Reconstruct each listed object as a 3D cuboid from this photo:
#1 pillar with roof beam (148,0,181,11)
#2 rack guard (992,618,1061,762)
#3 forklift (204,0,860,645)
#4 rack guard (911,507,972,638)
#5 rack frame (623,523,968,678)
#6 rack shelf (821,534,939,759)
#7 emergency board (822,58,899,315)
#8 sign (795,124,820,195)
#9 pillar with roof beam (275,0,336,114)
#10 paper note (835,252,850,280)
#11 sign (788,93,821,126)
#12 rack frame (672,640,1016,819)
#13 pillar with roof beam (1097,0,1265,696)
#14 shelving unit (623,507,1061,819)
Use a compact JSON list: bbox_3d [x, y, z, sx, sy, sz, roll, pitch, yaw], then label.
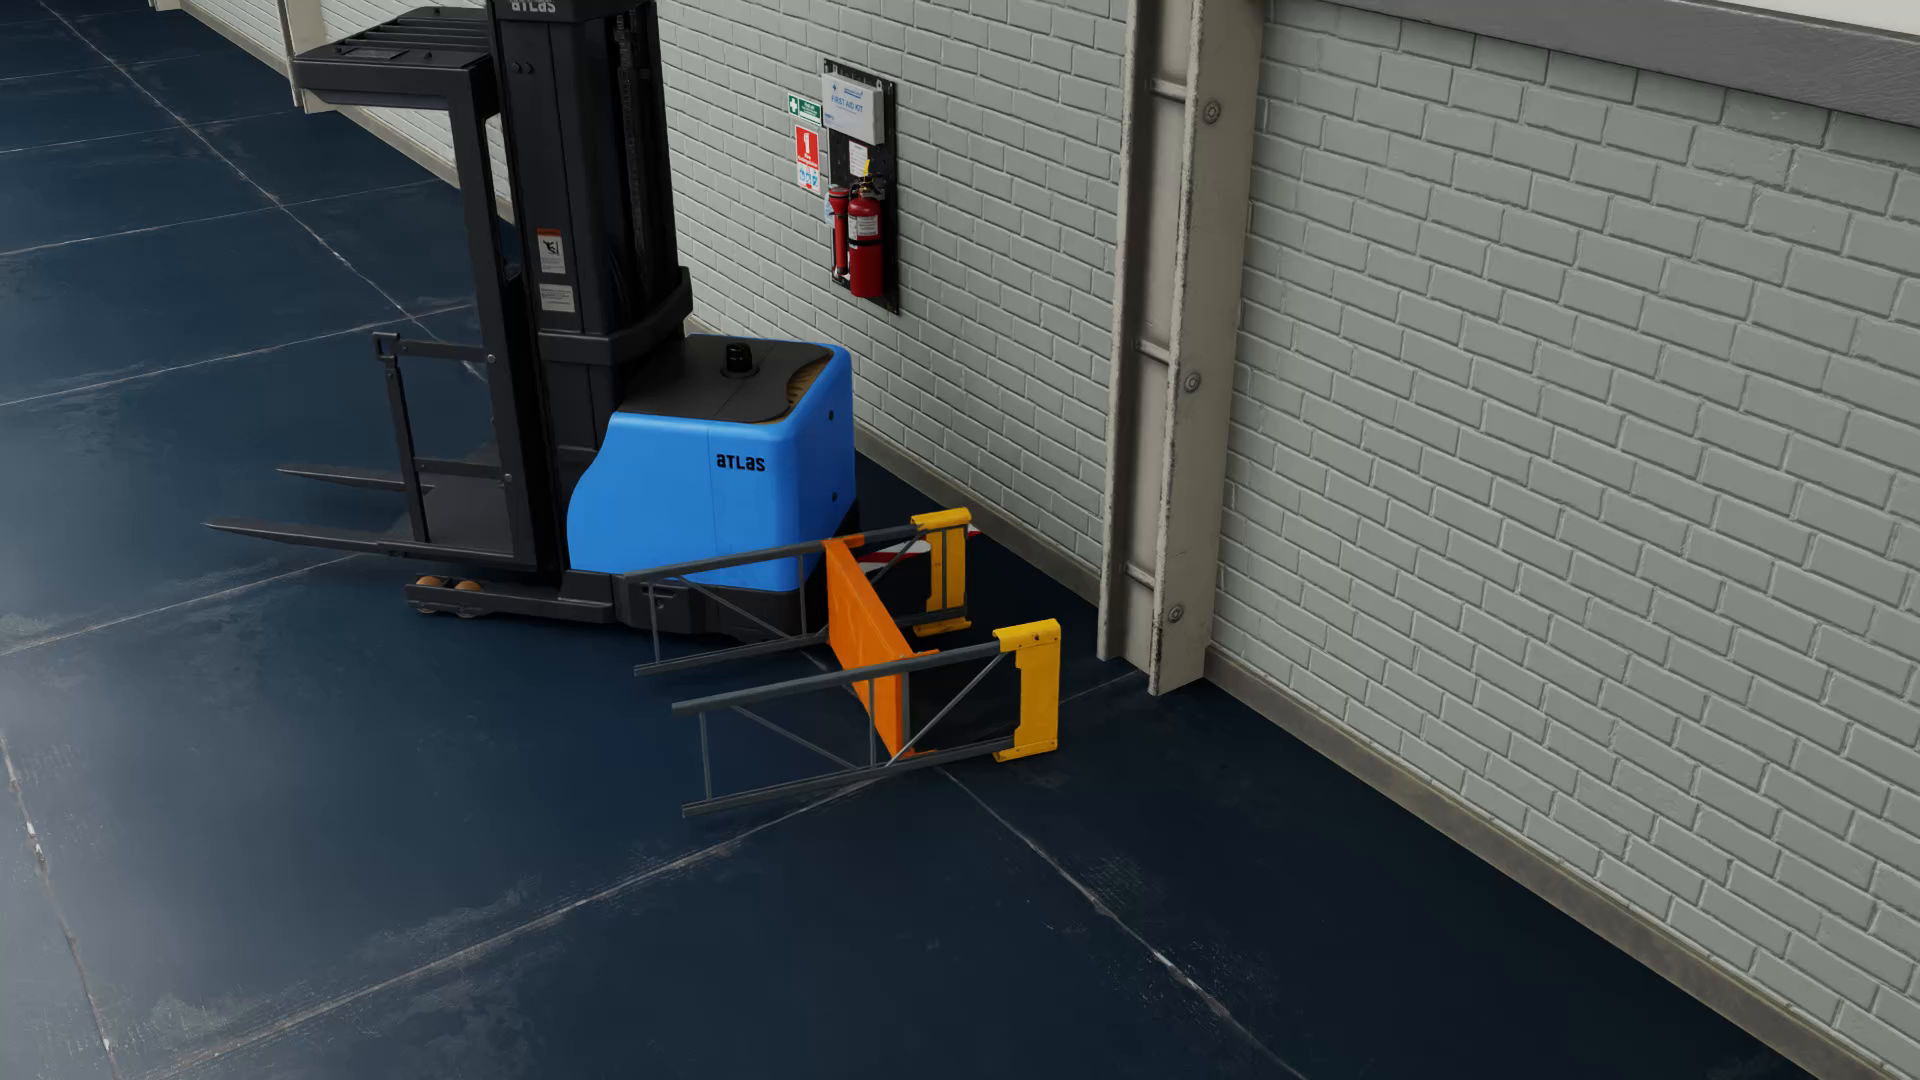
[{"bbox_3d":[-13.111,-9.217,15.792,9.100,9.000,0.400,-19,34,-31],"label":"pillar with roof beam"},{"bbox_3d":[0.257,0.593,6.517,0.250,0.587,0.087,-10,30,-17],"label":"rack guard"},{"bbox_3d":[-2.057,-1.170,7.334,3.031,2.935,1.130,6,29,11],"label":"forklift"},{"bbox_3d":[-0.082,0.146,7.340,0.250,0.587,0.087,-10,30,-17],"label":"rack guard"},{"bbox_3d":[-0.676,0.238,7.169,1.500,0.500,0.032,-10,30,-17],"label":"rack frame"},{"bbox_3d":[-0.334,0.437,6.803,0.185,0.538,1.000,-10,30,-17],"label":"rack shelf"},{"bbox_3d":[-0.566,-1.746,8.322,0.194,1.169,0.643,-19,34,-31],"label":"emergency board"},{"bbox_3d":[-0.802,-2.005,8.762,0.001,0.329,0.234,-19,34,-31],"label":"sign"},{"bbox_3d":[-9.631,-6.884,11.497,9.100,9.000,0.400,-19,34,-31],"label":"pillar with roof beam"},{"bbox_3d":[-0.612,-1.447,8.694,0.016,0.148,0.142,-19,34,-31],"label":"paper note"},{"bbox_3d":[-0.807,-2.234,8.627,0.001,0.109,0.331,-19,34,-31],"label":"sign"},{"bbox_3d":[-0.330,0.694,6.329,1.500,0.500,0.032,-10,30,-17],"label":"rack frame"},{"bbox_3d":[-2.670,-2.219,2.907,9.100,9.000,0.400,-19,34,-31],"label":"pillar with roof beam"},{"bbox_3d":[-0.500,0.470,6.741,1.500,0.587,1.083,-10,30,-17],"label":"shelving unit"}]
